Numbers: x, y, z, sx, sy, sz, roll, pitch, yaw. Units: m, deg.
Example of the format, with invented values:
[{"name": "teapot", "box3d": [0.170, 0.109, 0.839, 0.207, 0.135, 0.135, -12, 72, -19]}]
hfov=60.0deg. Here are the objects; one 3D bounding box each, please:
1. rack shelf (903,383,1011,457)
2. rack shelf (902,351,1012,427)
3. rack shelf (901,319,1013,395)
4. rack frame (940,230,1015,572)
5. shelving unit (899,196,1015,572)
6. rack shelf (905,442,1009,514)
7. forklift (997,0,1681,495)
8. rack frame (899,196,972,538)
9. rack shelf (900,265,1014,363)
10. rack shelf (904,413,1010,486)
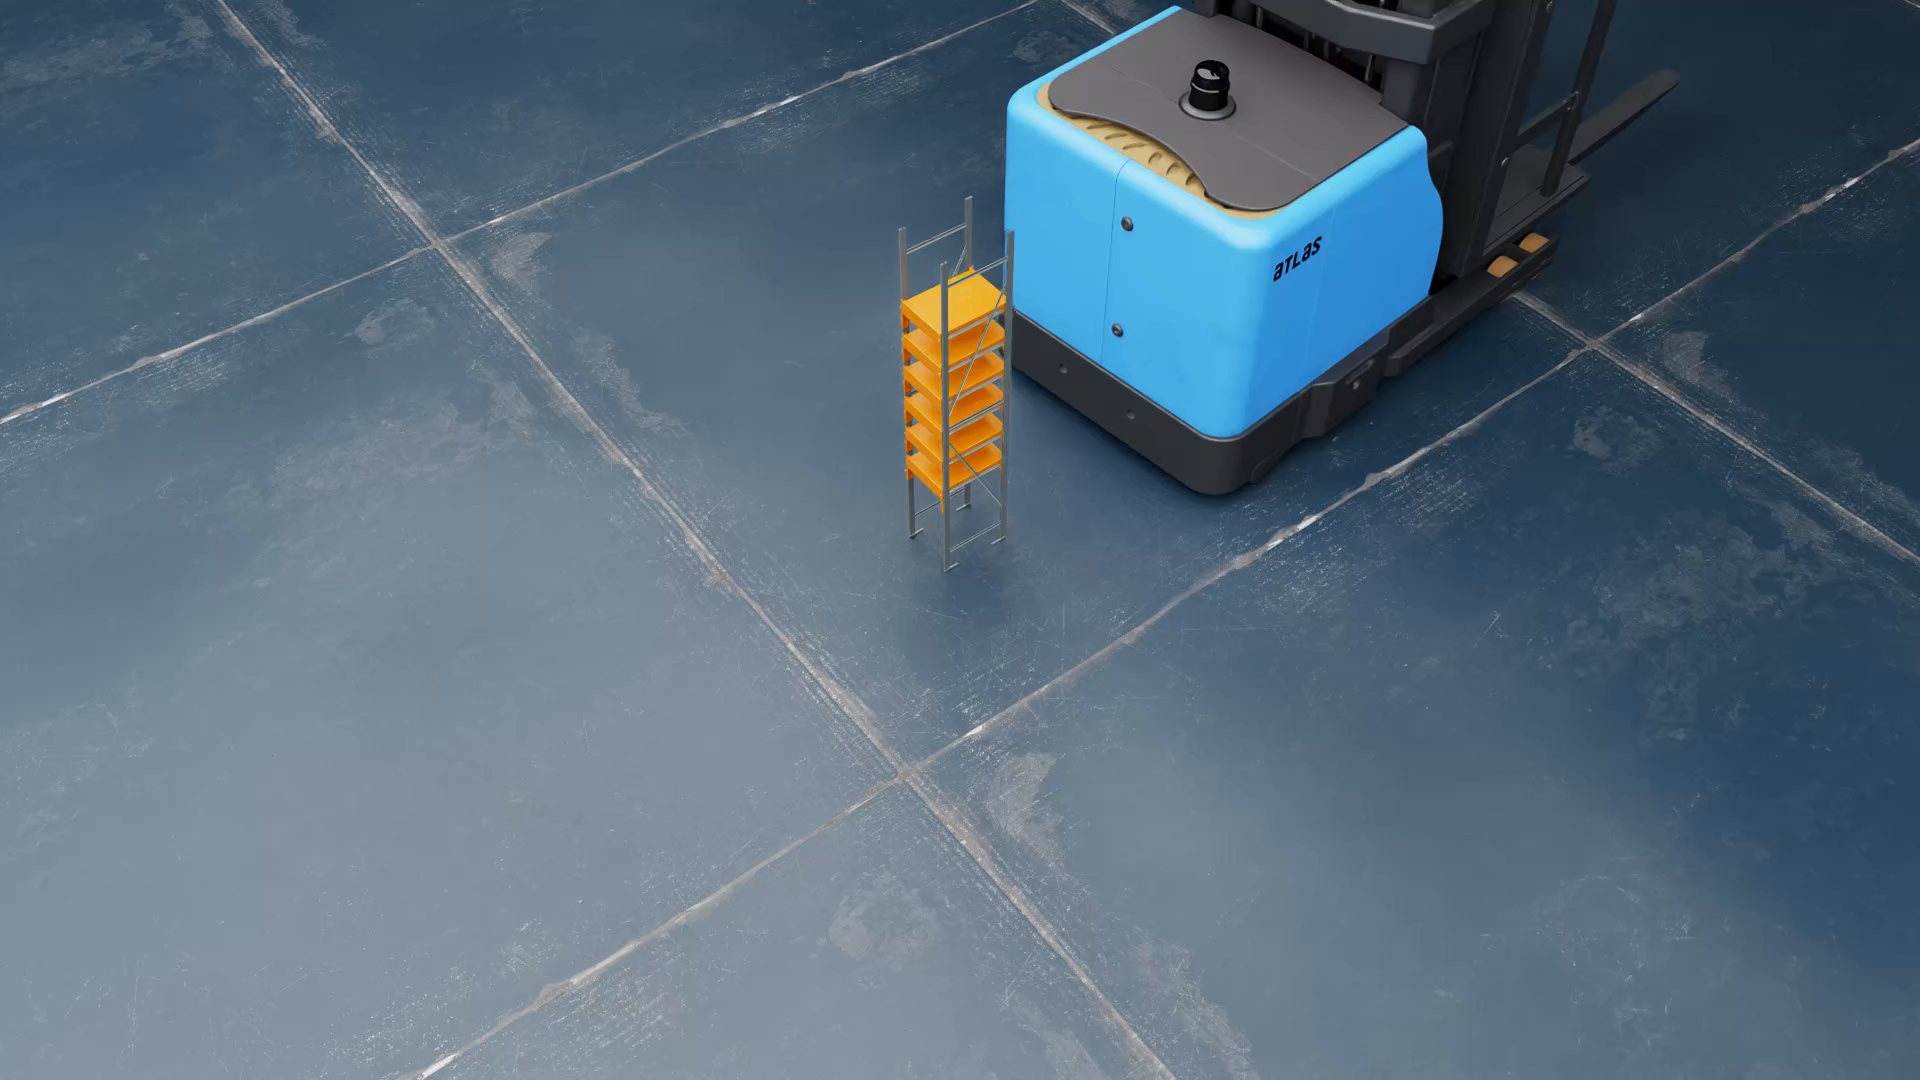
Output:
[{"name": "rack shelf", "box3d": [-0.009, -0.382, 4.846, 0.258, 0.103, 0.180, -29, 54, -24]}, {"name": "rack shelf", "box3d": [-0.009, -0.462, 4.757, 0.258, 0.103, 0.180, -29, 54, -24]}, {"name": "rack shelf", "box3d": [-0.009, -0.543, 4.668, 0.258, 0.103, 0.180, -29, 54, -24]}, {"name": "rack frame", "box3d": [0.047, -0.358, 4.764, 0.240, 1.200, 0.006, -29, 54, -24]}, {"name": "shelving unit", "box3d": [-0.009, -0.412, 4.813, 0.258, 1.200, 0.189, -29, 54, -24]}, {"name": "rack shelf", "box3d": [-0.009, -0.220, 5.024, 0.258, 0.103, 0.180, -29, 54, -24]}, {"name": "forklift", "box3d": [1.545, -2.098, 5.174, 3.031, 2.935, 1.130, -35, 57, -27]}, {"name": "rack frame", "box3d": [-0.064, -0.465, 4.862, 0.240, 1.200, 0.006, -29, 54, -24]}, {"name": "rack shelf", "box3d": [-0.009, -0.623, 4.579, 0.258, 0.103, 0.180, -29, 54, -24]}, {"name": "rack shelf", "box3d": [-0.009, -0.301, 4.935, 0.258, 0.103, 0.180, -29, 54, -24]}]
